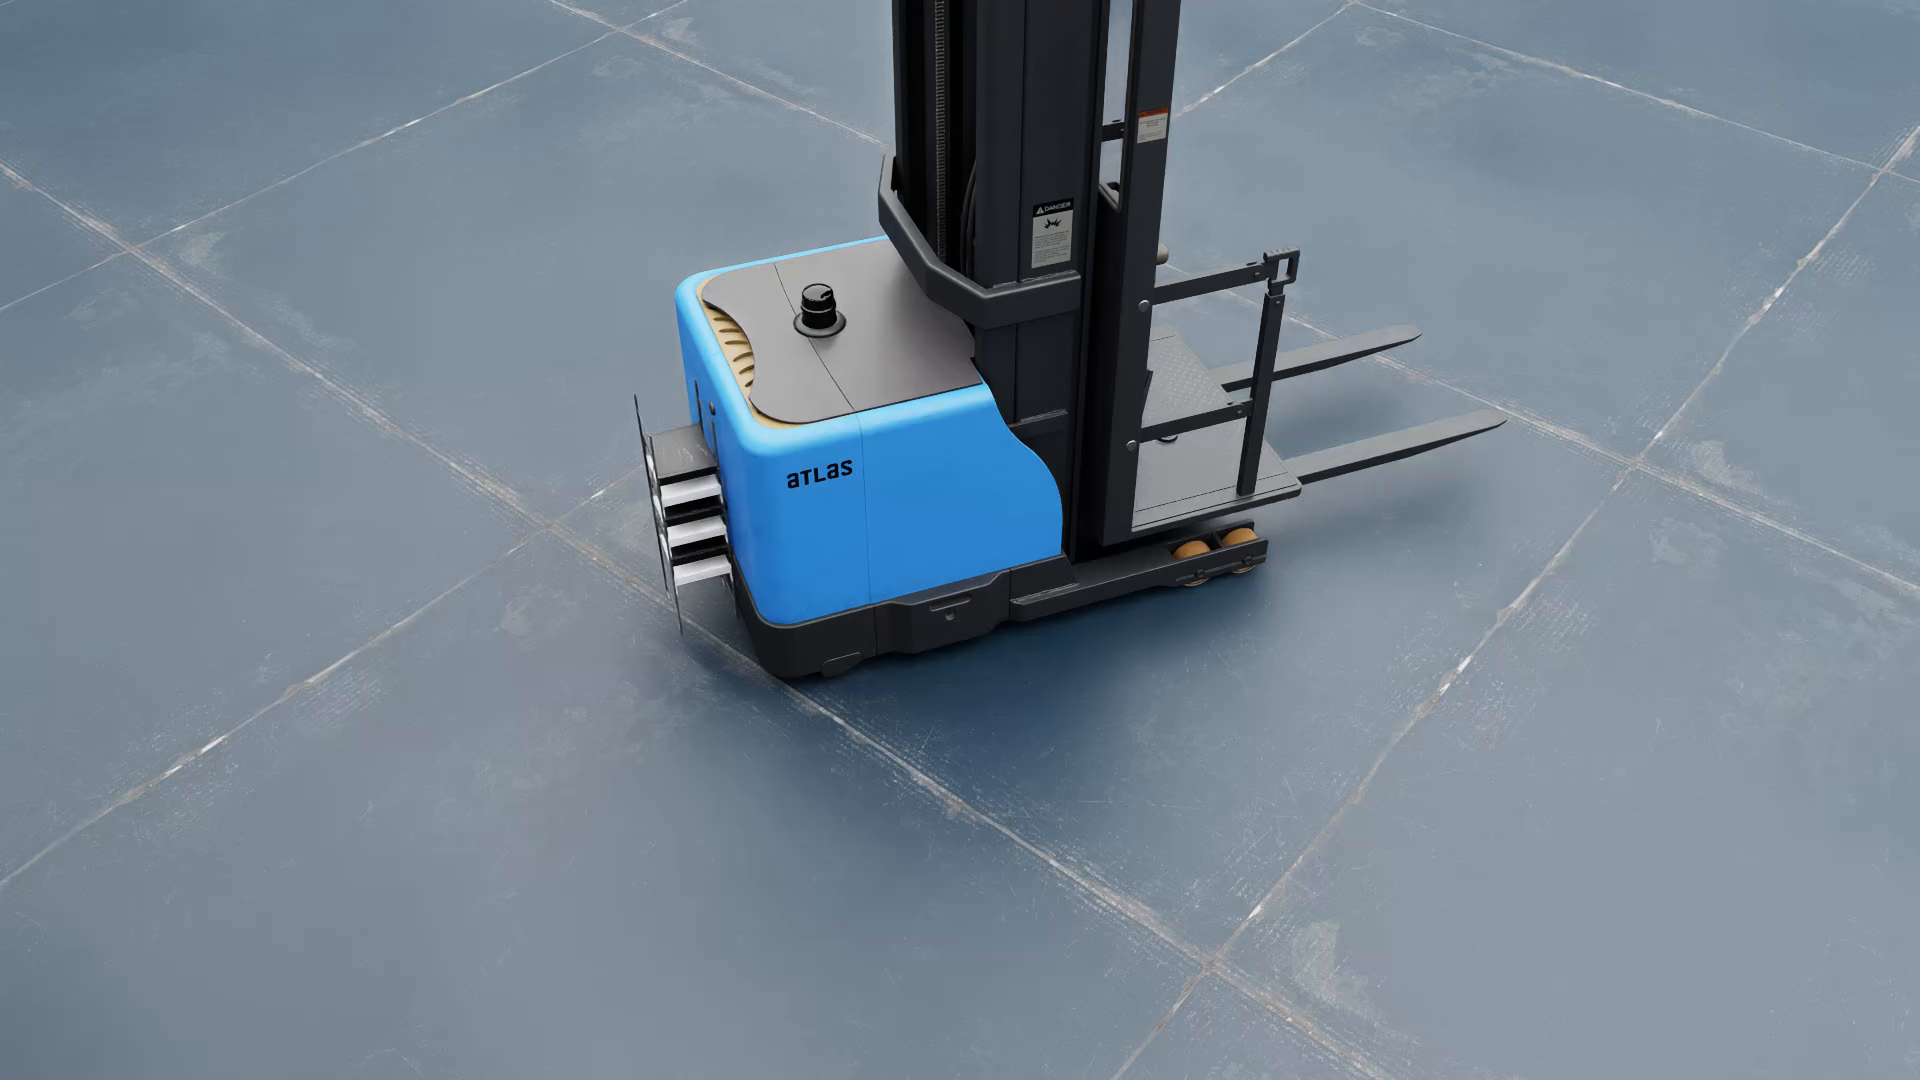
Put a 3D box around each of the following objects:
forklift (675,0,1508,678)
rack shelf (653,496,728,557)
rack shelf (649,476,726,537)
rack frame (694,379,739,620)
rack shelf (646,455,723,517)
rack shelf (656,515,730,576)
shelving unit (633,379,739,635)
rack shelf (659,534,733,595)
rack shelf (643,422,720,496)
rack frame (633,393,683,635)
[{"bbox_3d":[0.589,-1.235,5.430,3.031,2.935,1.130,-14,44,-15],"label":"forklift"},{"bbox_3d":[-0.929,-0.073,5.711,0.200,0.077,0.258,-14,44,-15],"label":"rack shelf"},{"bbox_3d":[-0.929,-0.140,5.650,0.200,0.077,0.258,-14,44,-15],"label":"rack shelf"},{"bbox_3d":[-0.834,-0.122,5.715,0.006,0.900,0.240,-14,44,-15],"label":"rack frame"},{"bbox_3d":[-0.929,-0.206,5.590,0.200,0.077,0.258,-14,44,-15],"label":"rack shelf"},{"bbox_3d":[-0.929,-0.006,5.772,0.200,0.077,0.258,-14,44,-15],"label":"rack shelf"},{"bbox_3d":[-0.929,-0.098,5.689,0.210,0.900,0.258,-14,44,-15],"label":"shelving unit"},{"bbox_3d":[-0.929,0.060,5.832,0.200,0.077,0.258,-14,44,-15],"label":"rack shelf"},{"bbox_3d":[-0.929,-0.273,5.529,0.200,0.077,0.258,-14,44,-15],"label":"rack shelf"},{"bbox_3d":[-1.024,-0.073,5.662,0.006,0.900,0.240,-14,44,-15],"label":"rack frame"}]
